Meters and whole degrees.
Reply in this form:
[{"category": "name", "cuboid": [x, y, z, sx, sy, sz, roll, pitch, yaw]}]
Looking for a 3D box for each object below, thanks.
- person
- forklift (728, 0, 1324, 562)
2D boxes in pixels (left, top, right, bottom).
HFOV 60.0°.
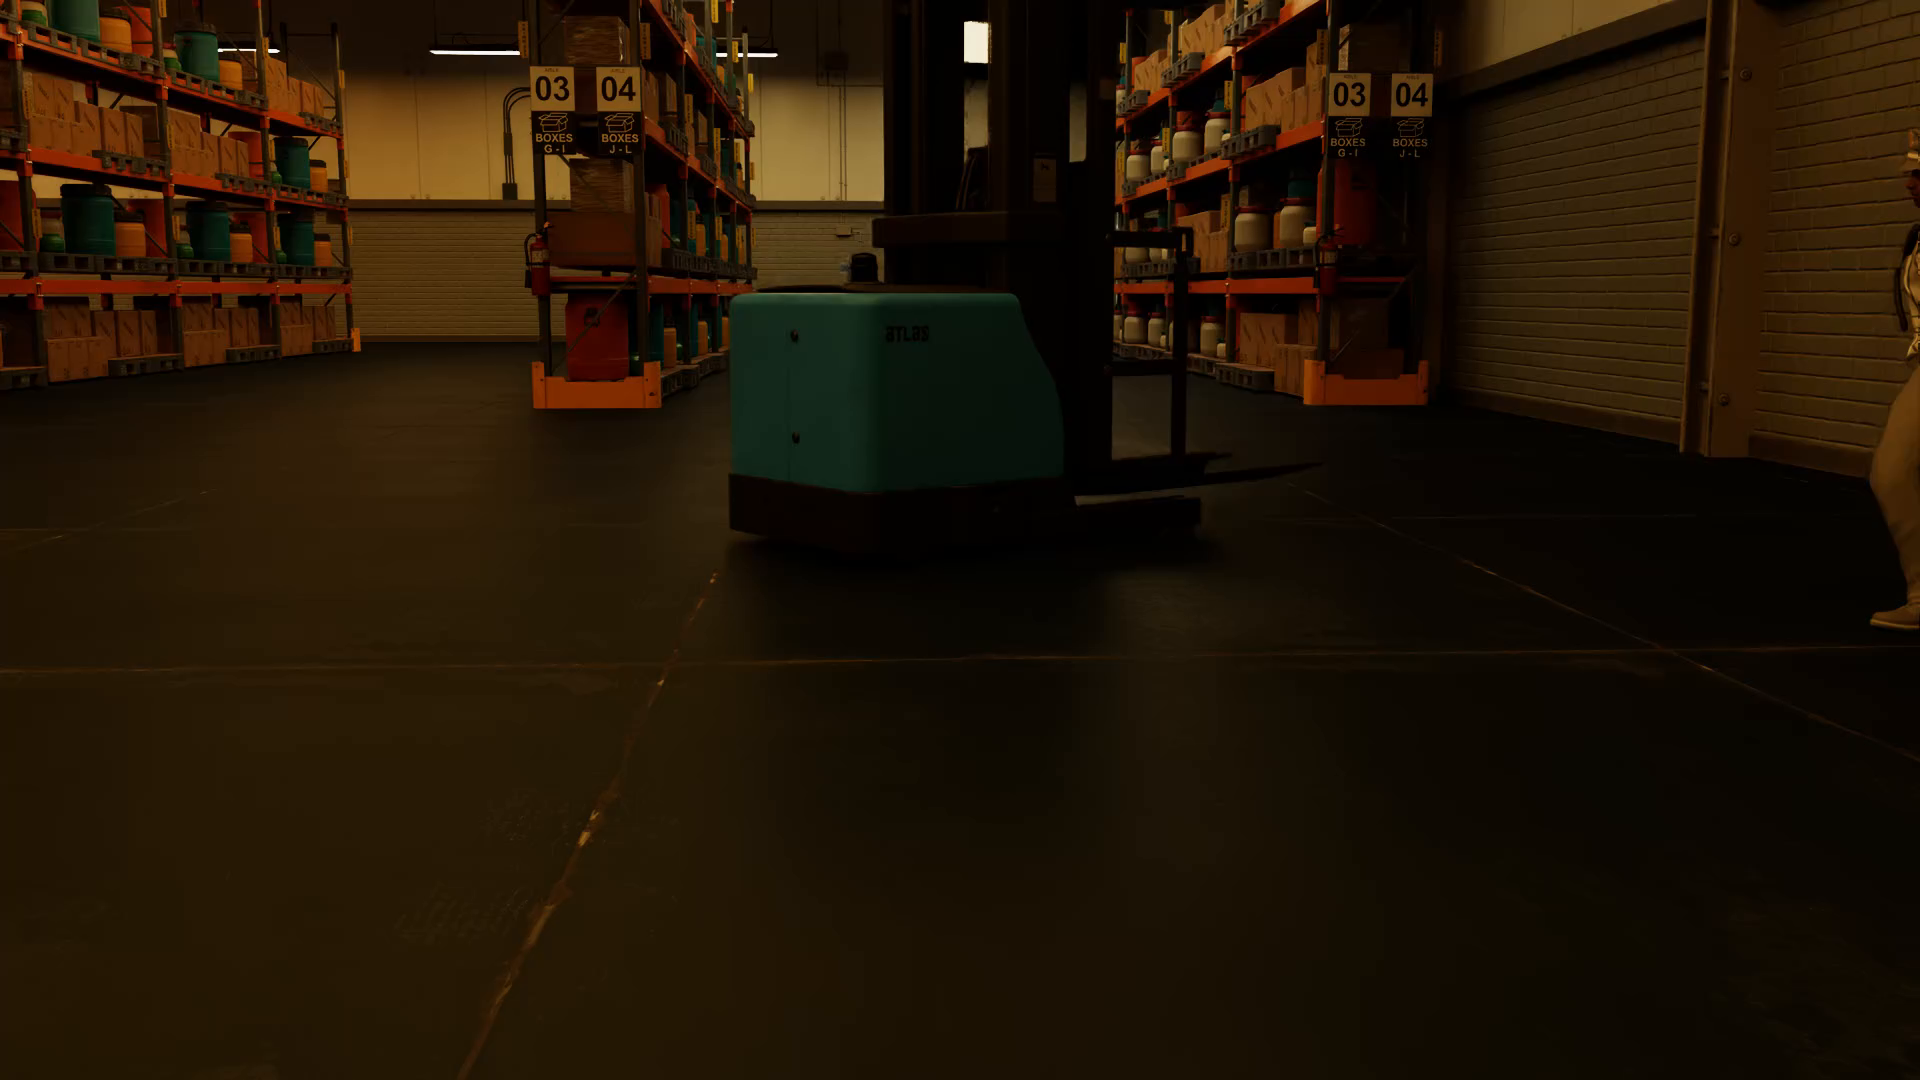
[{"category": "person", "cuboid": [3.295, -0.518, 5.455, 0.812, 1.637, 0.437, -8, 12, -43]}, {"category": "forklift", "cuboid": [0.463, -1.516, 7.539, 3.031, 2.935, 1.130, -7, 11, -39]}]
